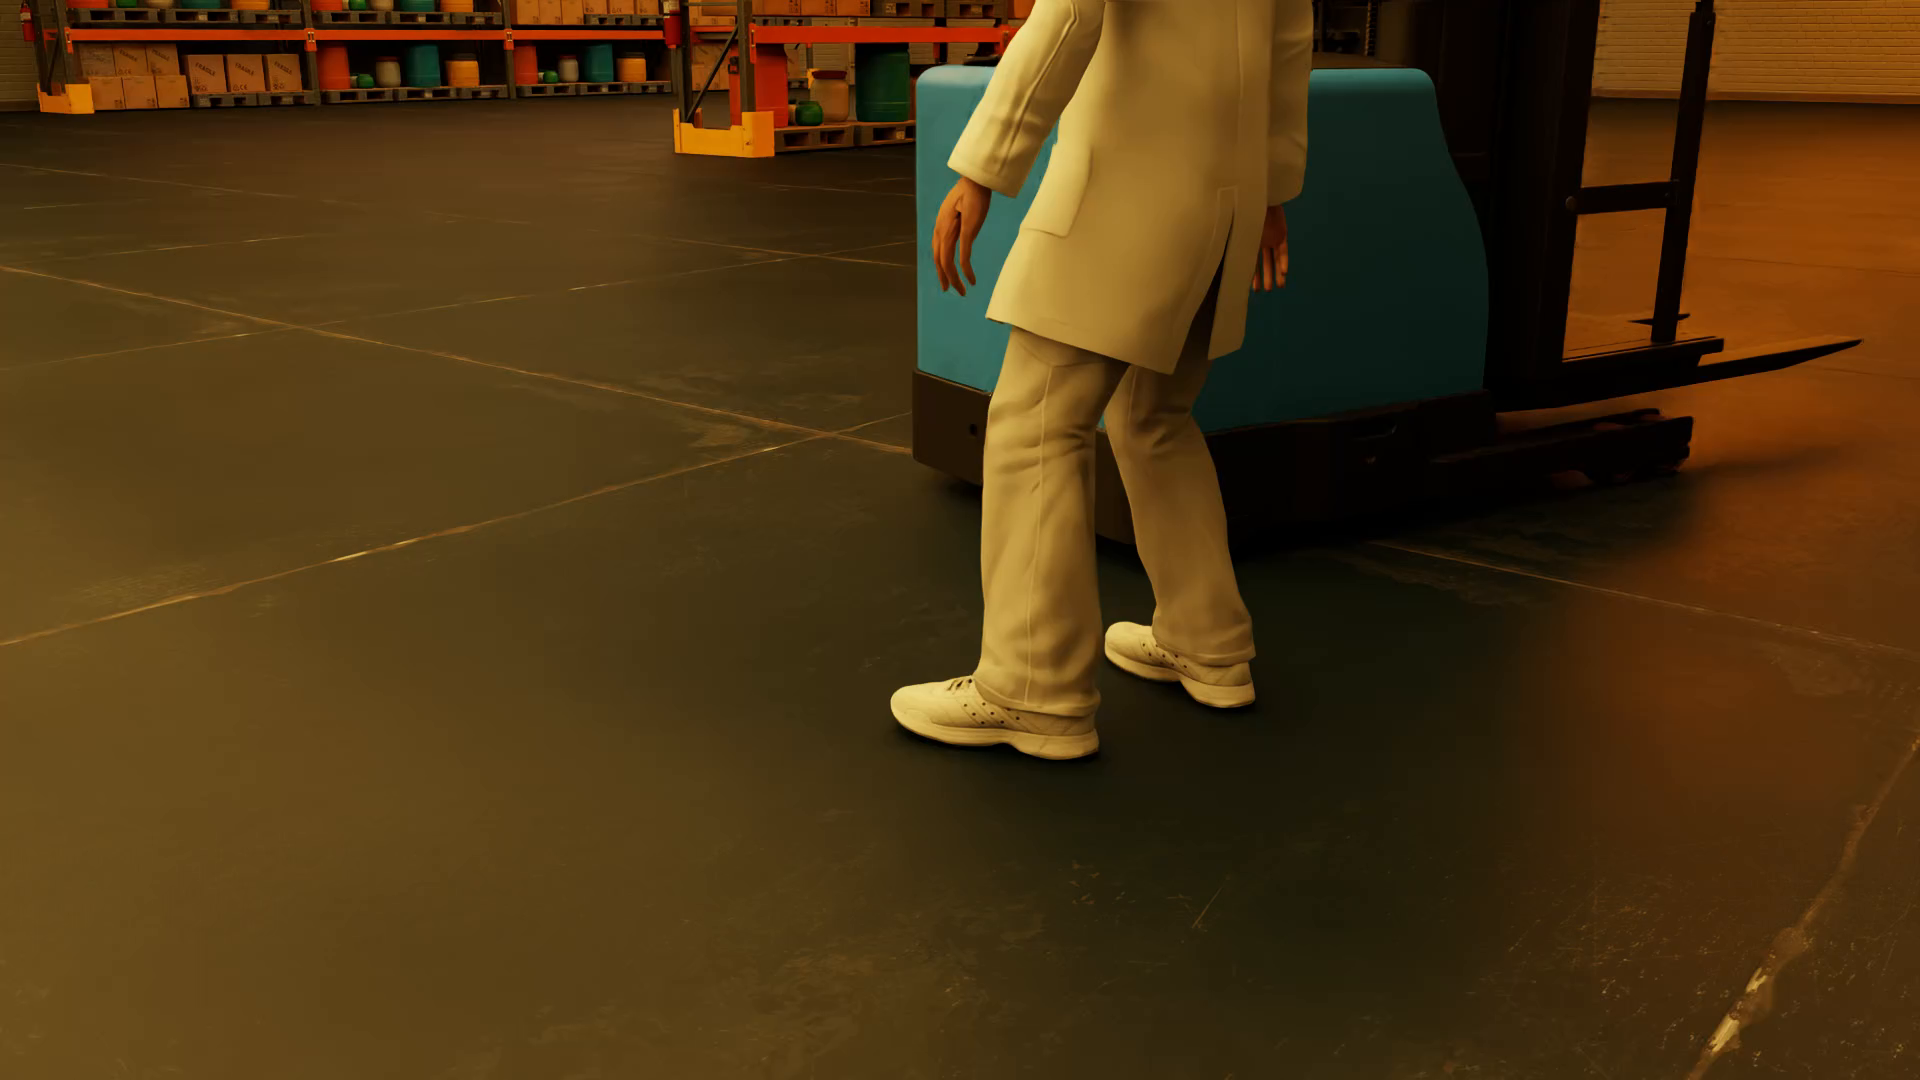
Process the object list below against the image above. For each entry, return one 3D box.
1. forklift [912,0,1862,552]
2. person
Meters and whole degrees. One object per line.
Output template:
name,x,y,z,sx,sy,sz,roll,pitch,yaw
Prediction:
forklift,1.395,-1.670,4.396,3.031,2.935,1.130,-10,20,-31
person,0.285,-0.558,2.768,0.459,1.753,0.817,13,21,37
